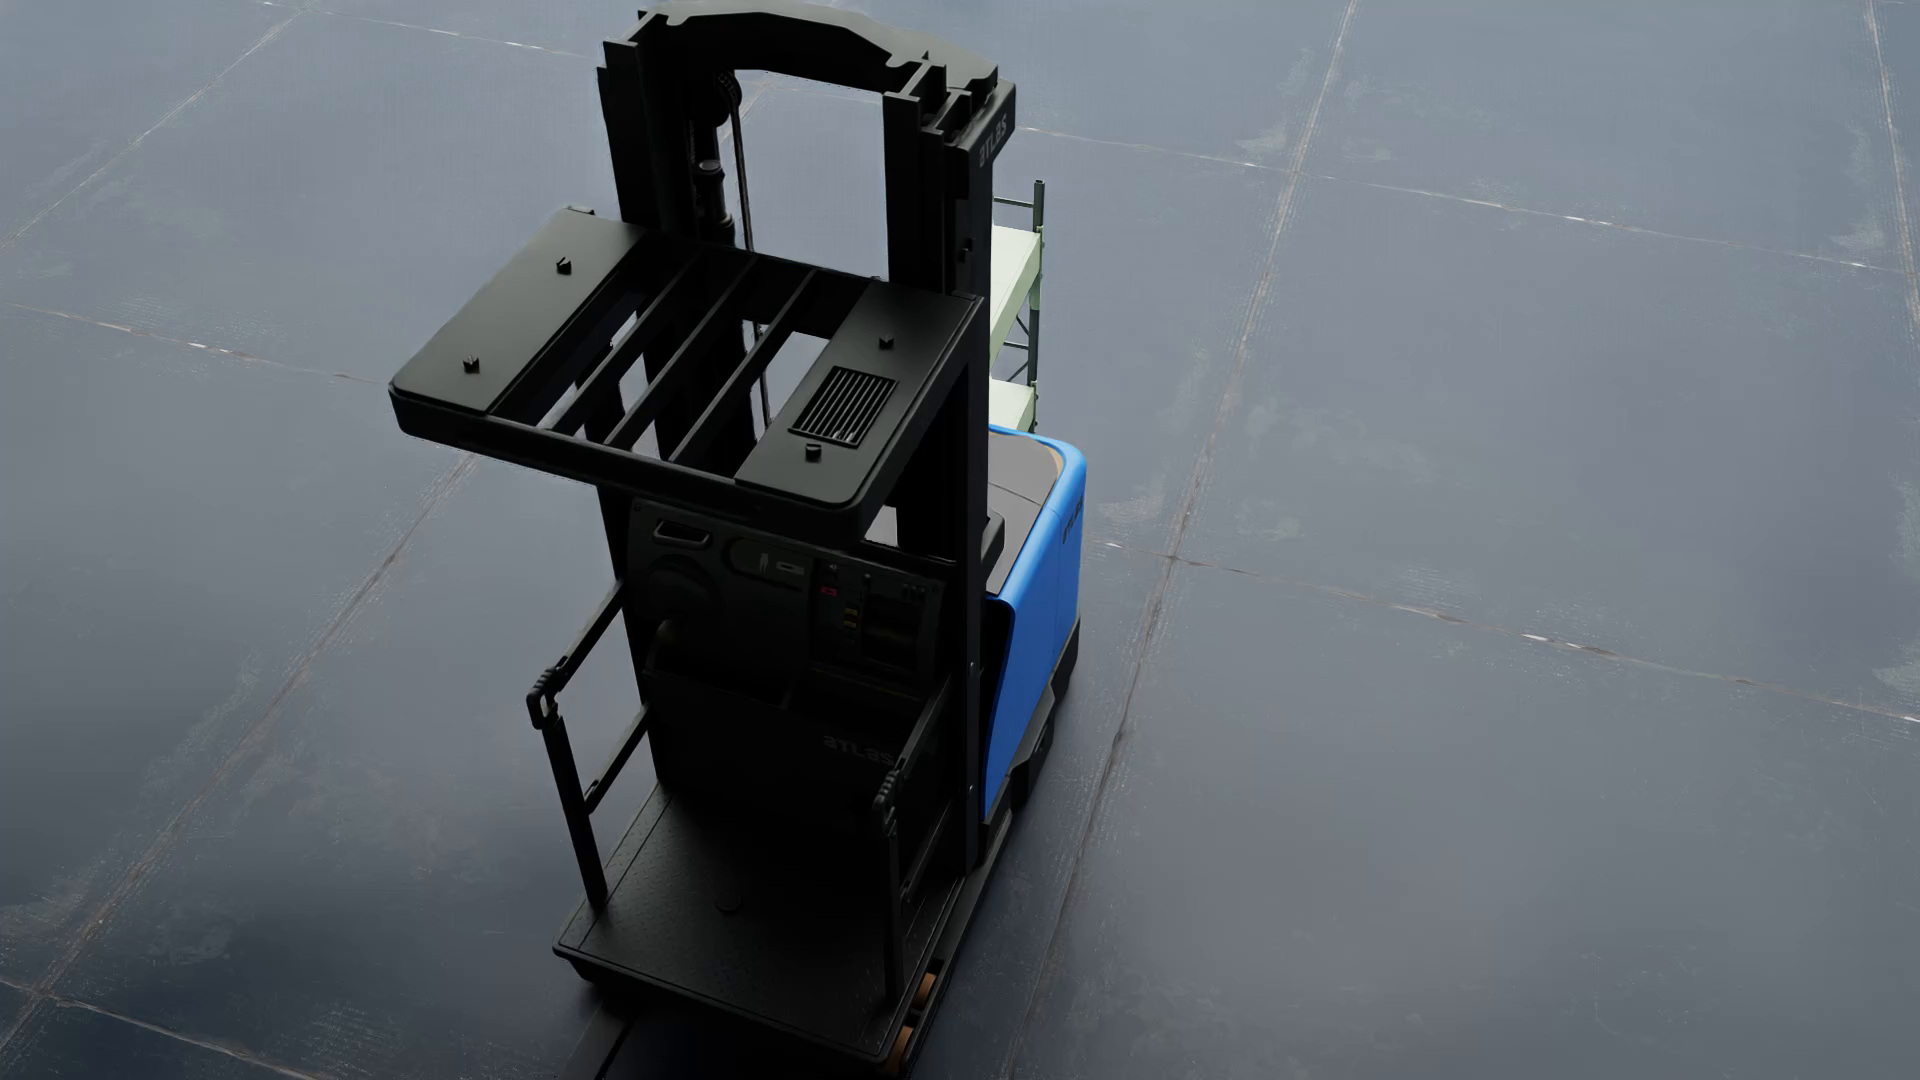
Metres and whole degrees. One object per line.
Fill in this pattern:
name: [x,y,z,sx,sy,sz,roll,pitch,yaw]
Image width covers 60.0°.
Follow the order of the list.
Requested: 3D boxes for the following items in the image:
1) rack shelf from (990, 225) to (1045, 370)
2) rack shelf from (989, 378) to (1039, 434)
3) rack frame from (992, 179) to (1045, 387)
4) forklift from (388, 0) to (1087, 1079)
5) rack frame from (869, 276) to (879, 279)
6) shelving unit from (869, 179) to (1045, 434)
rack shelf: [-0.002,-0.811,5.948,0.431,0.370,0.720,13,46,12]
rack shelf: [-0.002,-0.299,6.449,0.431,0.370,0.720,13,46,12]
rack frame: [0.109,-0.776,6.470,0.400,1.500,0.023,13,46,12]
forklift: [-0.559,0.252,4.397,1.130,2.935,3.031,15,46,15]
rack frame: [-0.113,-0.288,5.972,0.400,1.500,0.023,13,46,12]
shelving unit: [-0.002,-0.532,6.221,0.431,1.500,0.755,13,46,12]
